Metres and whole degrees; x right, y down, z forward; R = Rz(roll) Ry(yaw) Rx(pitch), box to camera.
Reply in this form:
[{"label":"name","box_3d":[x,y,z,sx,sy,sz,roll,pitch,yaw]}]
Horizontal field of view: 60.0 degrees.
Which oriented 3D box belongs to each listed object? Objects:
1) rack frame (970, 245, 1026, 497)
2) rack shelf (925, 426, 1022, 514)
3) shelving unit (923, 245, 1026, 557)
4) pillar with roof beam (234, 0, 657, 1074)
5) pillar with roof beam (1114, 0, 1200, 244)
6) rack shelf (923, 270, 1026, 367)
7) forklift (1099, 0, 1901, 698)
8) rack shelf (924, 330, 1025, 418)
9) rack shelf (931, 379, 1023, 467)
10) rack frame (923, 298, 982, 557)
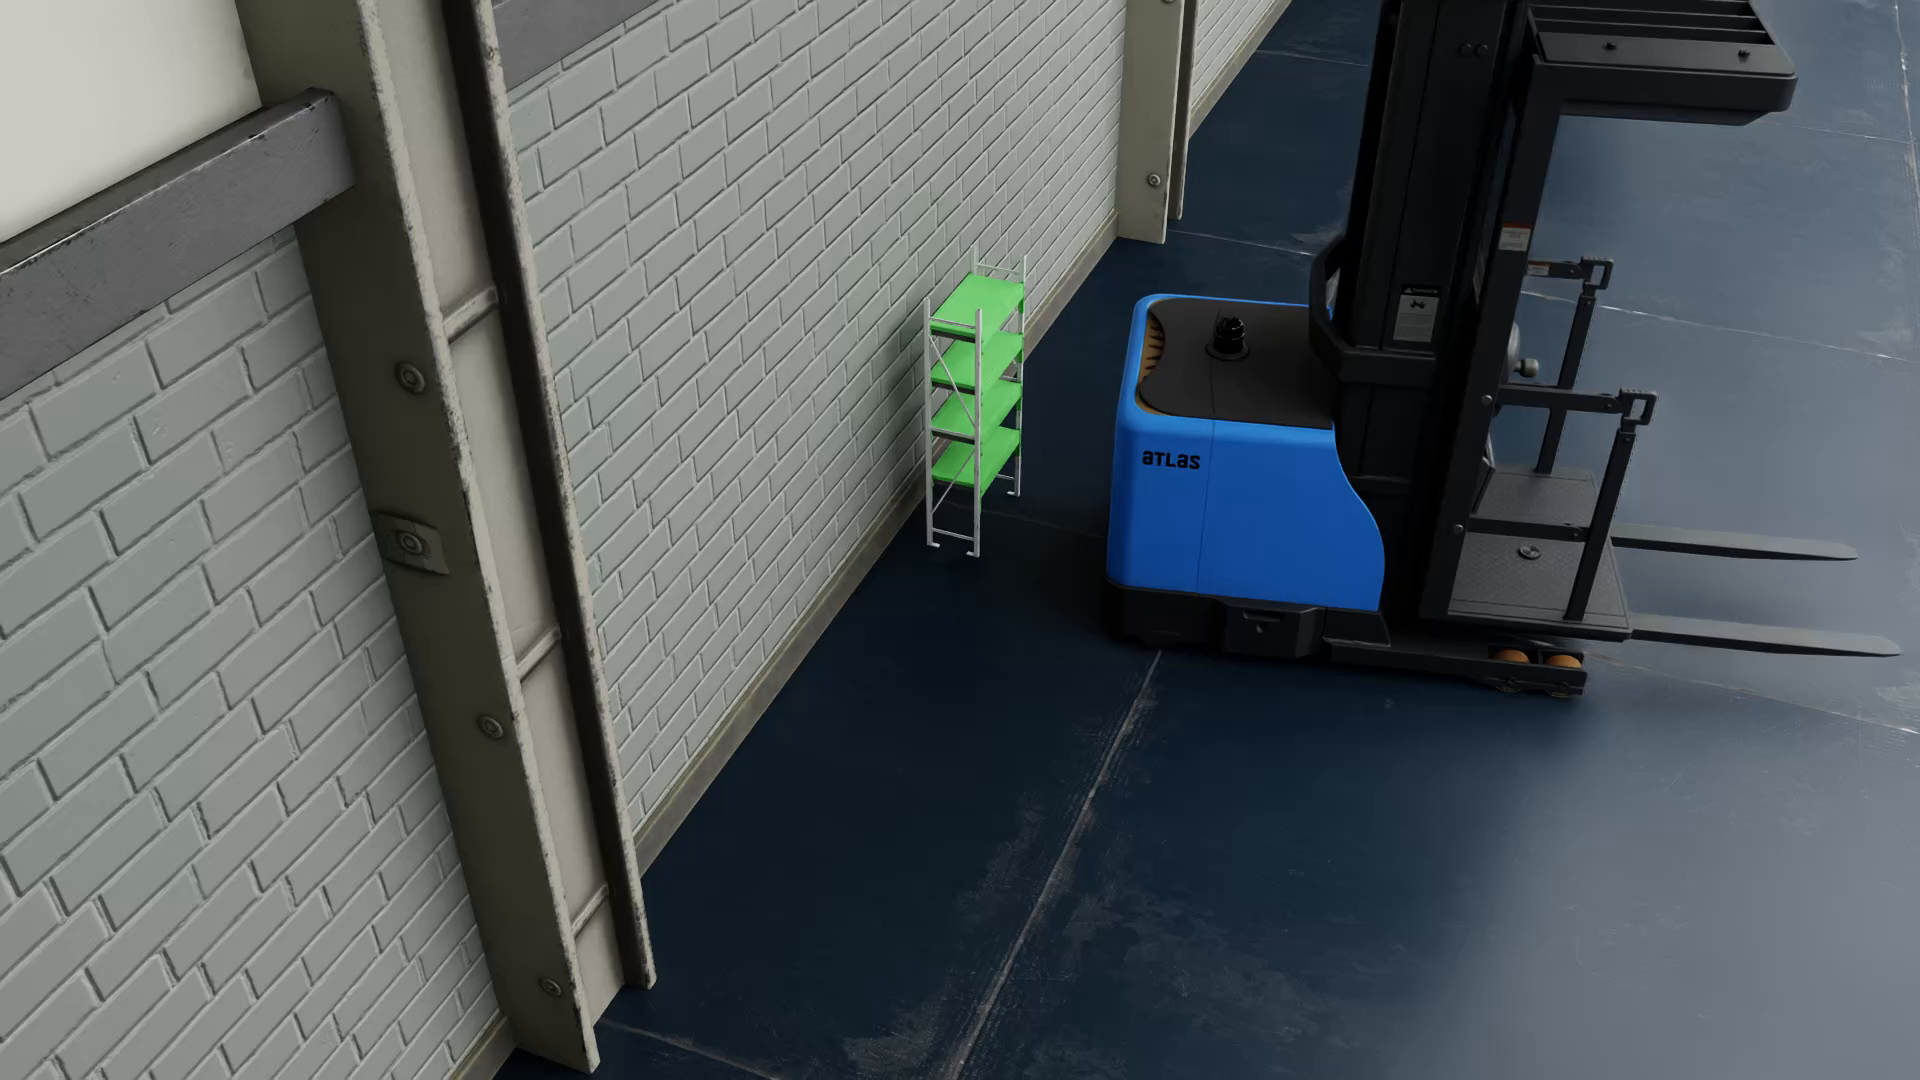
[{"label":"rack frame","box_3d":[0.156,-0.707,7.194,0.240,1.200,0.015,14,39,18]},{"label":"rack shelf","box_3d":[0.063,-0.329,7.195,0.258,0.148,0.480,14,39,18]},{"label":"shelving unit","box_3d":[0.063,-0.572,7.013,0.258,1.200,0.503,14,39,18]},{"label":"pillar with roof beam","box_3d":[2.789,-1.139,1.257,9.100,9.000,0.400,14,39,18]},{"label":"pillar with roof beam","box_3d":[5.072,-4.461,5.702,9.100,9.000,0.400,14,39,18]},{"label":"rack shelf","box_3d":[0.063,-0.906,6.764,0.258,0.148,0.480,14,39,18]},{"label":"forklift","box_3d":[2.127,-0.909,6.017,3.031,2.935,1.130,6,37,7]},{"label":"rack shelf","box_3d":[0.063,-0.713,6.908,0.258,0.148,0.480,14,39,18]},{"label":"rack shelf","box_3d":[0.063,-0.521,7.052,0.258,0.148,0.480,14,39,18]},{"label":"rack frame","box_3d":[-0.030,-0.437,6.833,0.240,1.200,0.015,14,39,18]}]
